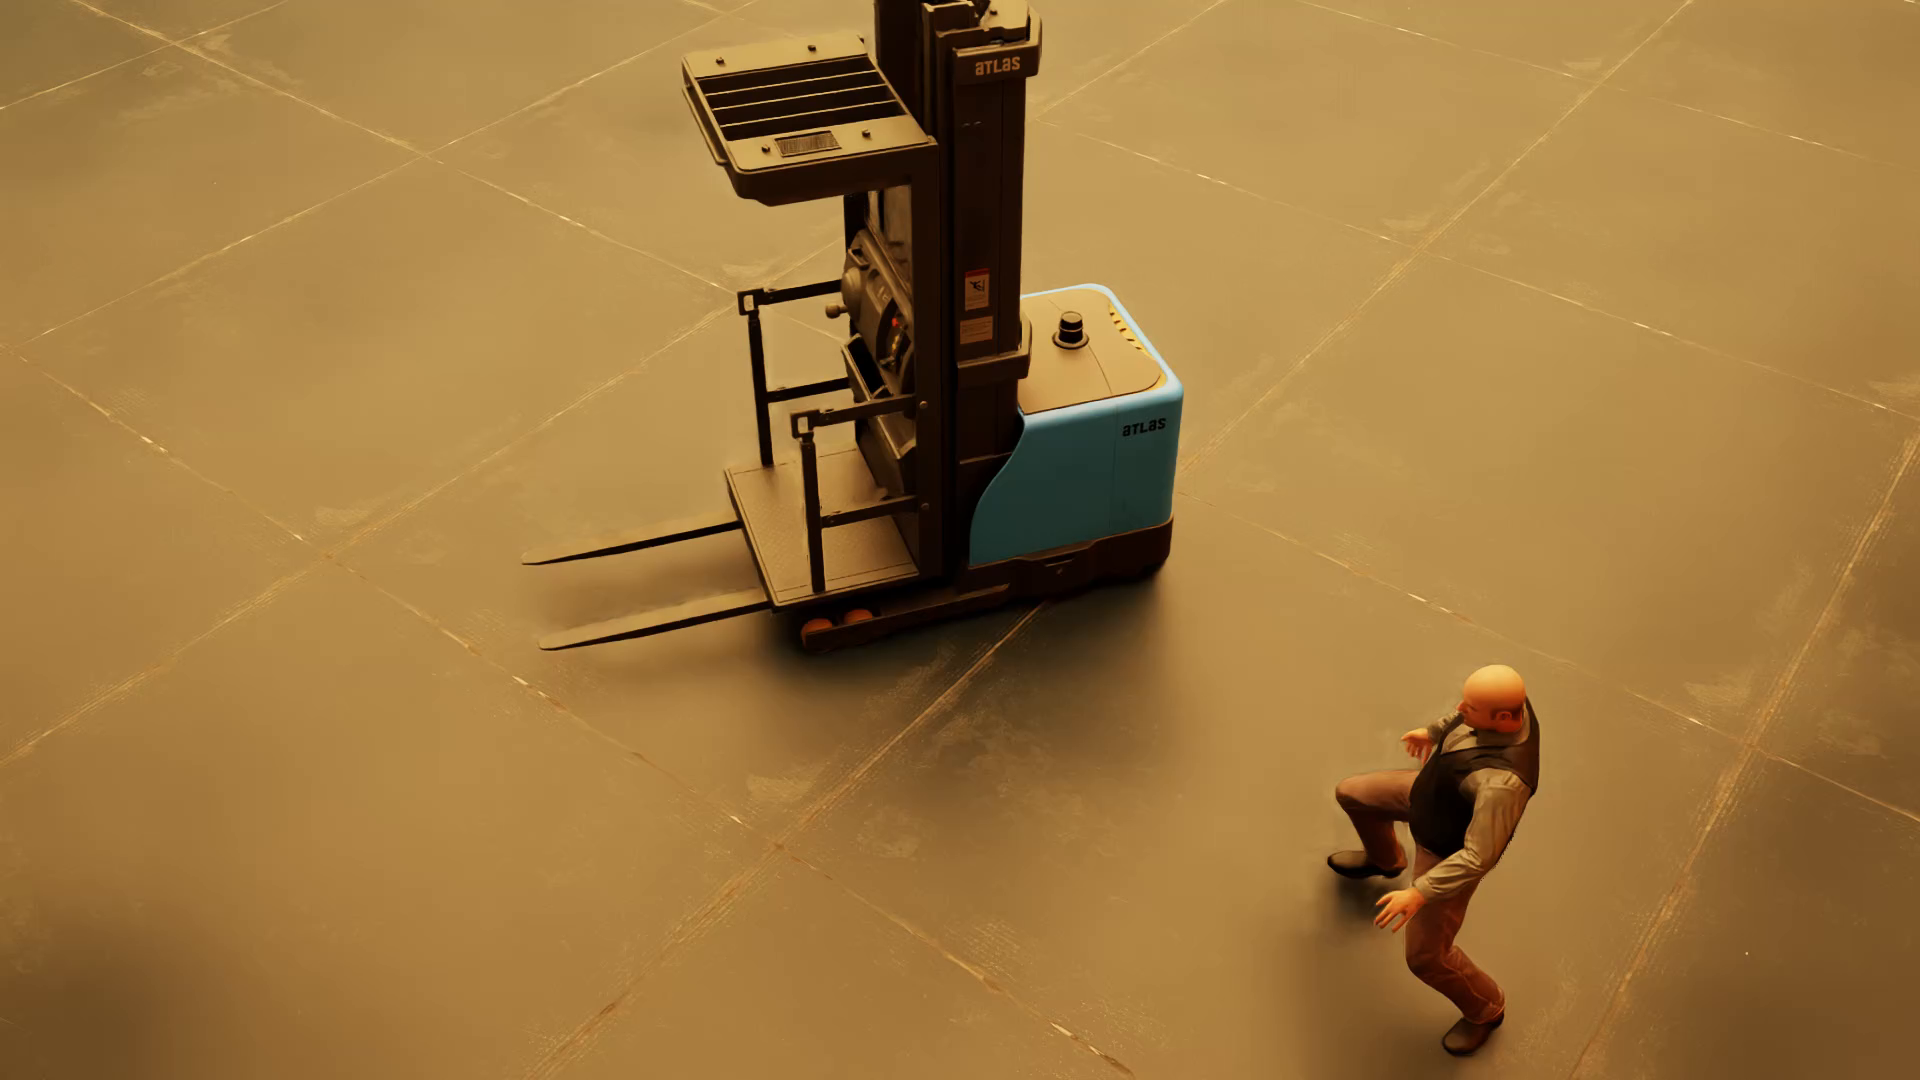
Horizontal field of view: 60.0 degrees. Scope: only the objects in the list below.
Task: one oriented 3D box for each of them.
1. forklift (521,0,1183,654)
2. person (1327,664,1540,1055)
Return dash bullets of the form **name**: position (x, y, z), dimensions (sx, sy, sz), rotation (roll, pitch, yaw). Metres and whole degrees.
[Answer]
- **forklift**: position (-0.546, -0.976, 7.219), dimensions (3.031, 2.935, 1.130), rotation (-12, 42, -14)
- **person**: position (1.729, 1.031, 5.933), dimensions (0.696, 1.593, 0.939), rotation (7, 41, 8)
